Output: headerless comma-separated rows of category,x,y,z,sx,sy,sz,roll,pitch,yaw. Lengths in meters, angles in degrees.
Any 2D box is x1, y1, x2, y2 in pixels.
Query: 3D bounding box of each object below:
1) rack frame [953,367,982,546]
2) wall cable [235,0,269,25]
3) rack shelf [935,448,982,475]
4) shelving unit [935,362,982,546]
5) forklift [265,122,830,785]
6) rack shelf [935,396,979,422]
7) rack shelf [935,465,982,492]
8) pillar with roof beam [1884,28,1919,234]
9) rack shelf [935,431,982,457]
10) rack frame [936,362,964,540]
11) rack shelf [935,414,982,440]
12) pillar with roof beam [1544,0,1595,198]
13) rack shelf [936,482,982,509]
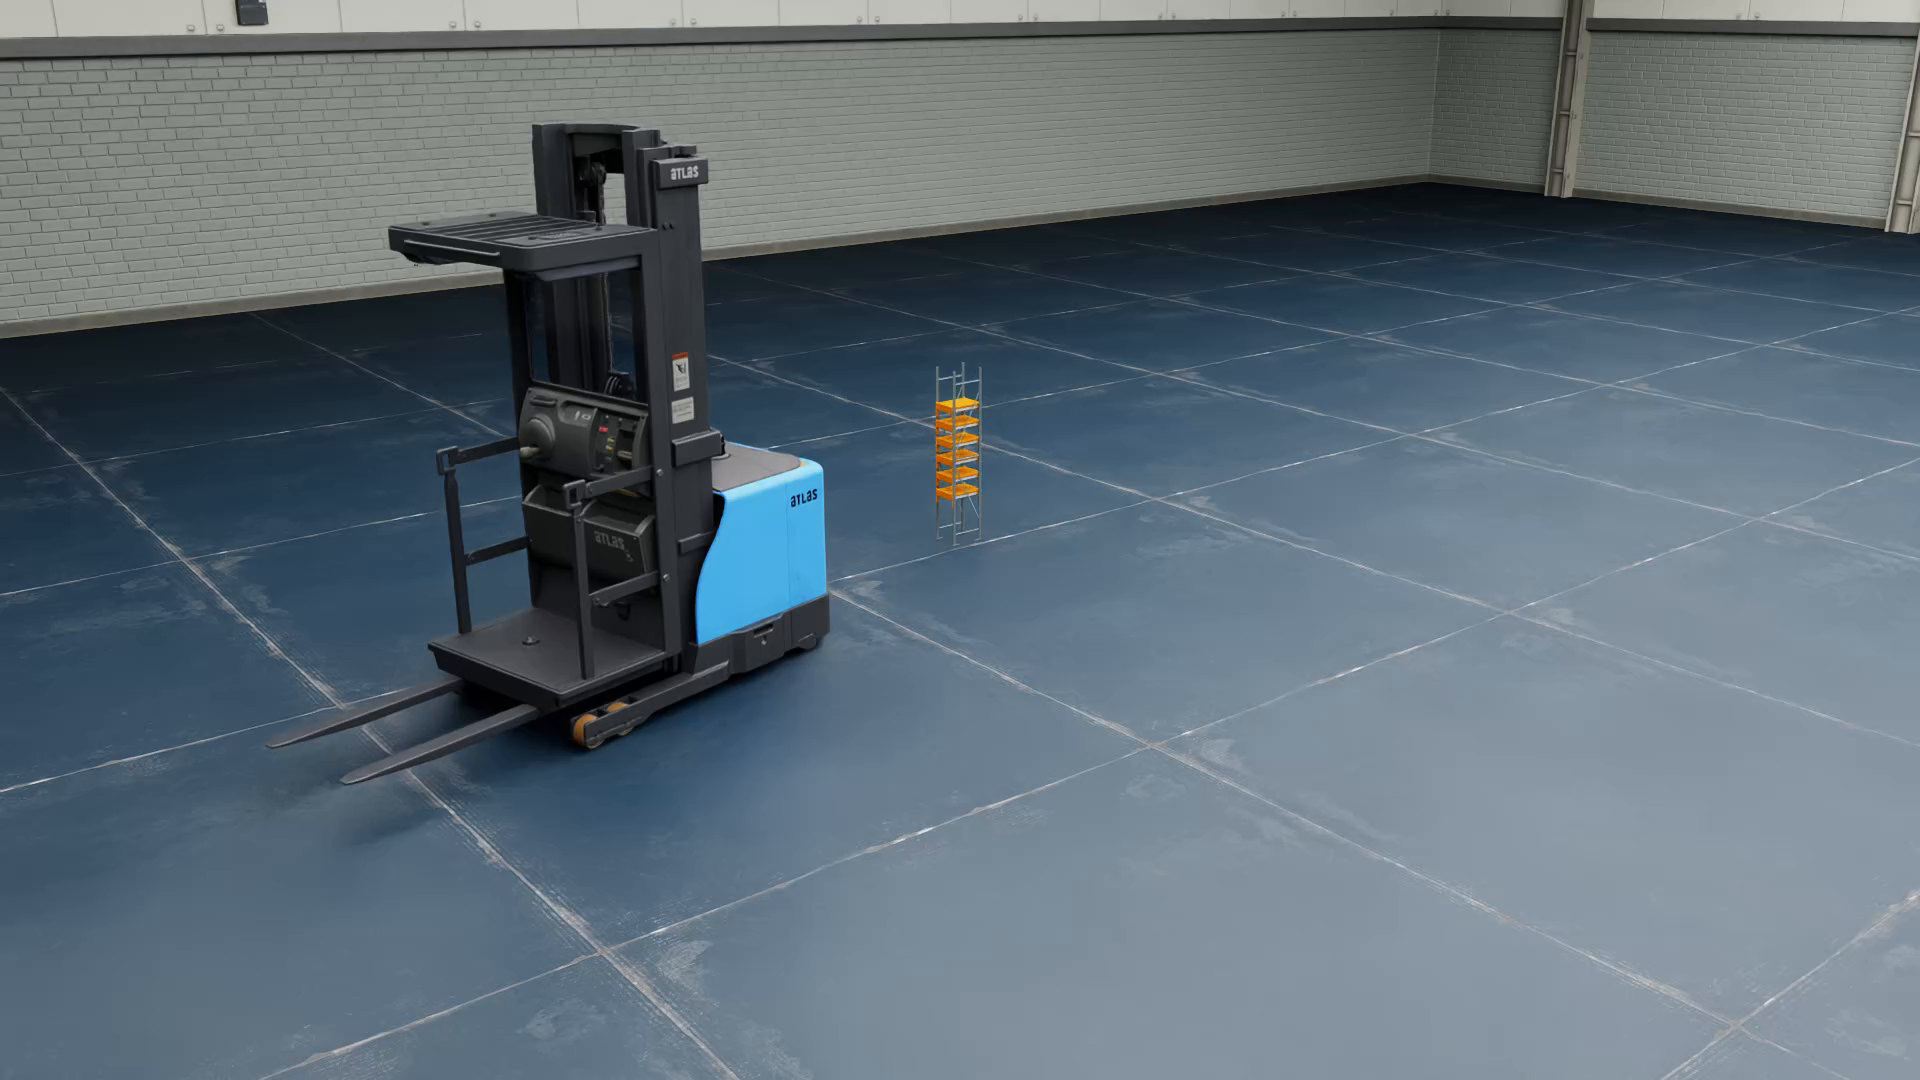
rack frame,0.048,-0.551,11.117,0.240,1.200,0.006,-14,23,-36
wall cable,-7.142,-8.833,18.312,2.305,6.003,0.169,-14,23,-36
rack shelf,-0.009,-0.531,11.199,0.258,0.103,0.180,-14,23,-36
shelving unit,-0.009,-0.573,11.185,0.258,1.200,0.189,-14,23,-36
forklift,-2.051,-0.534,8.311,1.130,2.935,3.031,14,23,36
rack shelf,-0.009,-0.873,11.085,0.258,0.103,0.180,-14,23,-36
rack shelf,-0.009,-0.417,11.236,0.258,0.103,0.180,-14,23,-36
pillar with roof beam,11.242,-8.215,21.855,9.100,9.000,0.400,-14,23,-36
rack shelf,-0.009,-0.645,11.161,0.258,0.103,0.180,-14,23,-36
rack frame,-0.066,-0.596,11.253,0.240,1.200,0.006,-14,23,-36
rack shelf,-0.009,-0.759,11.123,0.258,0.103,0.180,-14,23,-36
pillar with roof beam,7.517,-9.693,26.320,9.100,9.000,0.400,-14,23,-36
rack shelf,-0.009,-0.303,11.274,0.258,0.103,0.180,-14,23,-36
